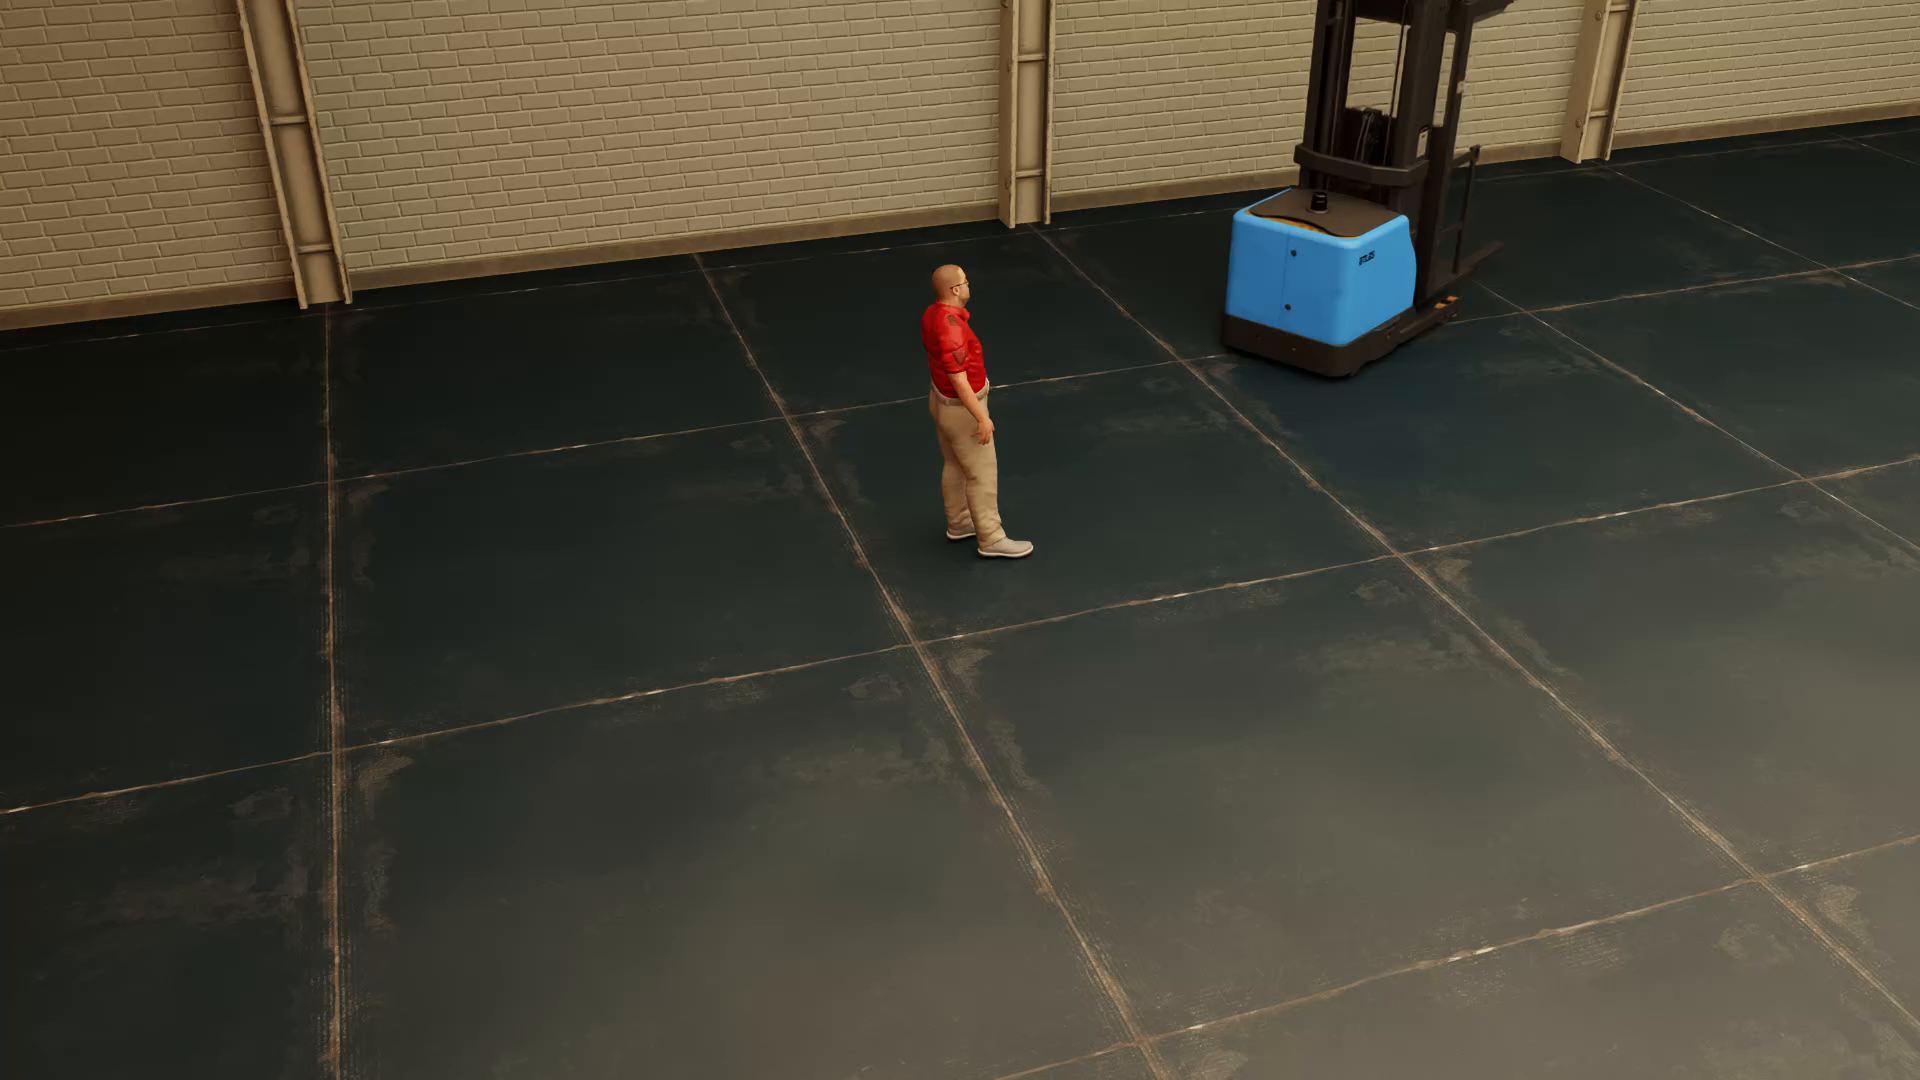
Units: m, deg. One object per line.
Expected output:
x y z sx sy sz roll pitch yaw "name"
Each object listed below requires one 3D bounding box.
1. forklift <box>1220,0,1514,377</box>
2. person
3.302 -3.094 12.465 1.130 2.935 3.031 24 37 35 "forklift"
0.089 -0.765 9.606 0.550 1.728 0.641 -10 31 -16 "person"
